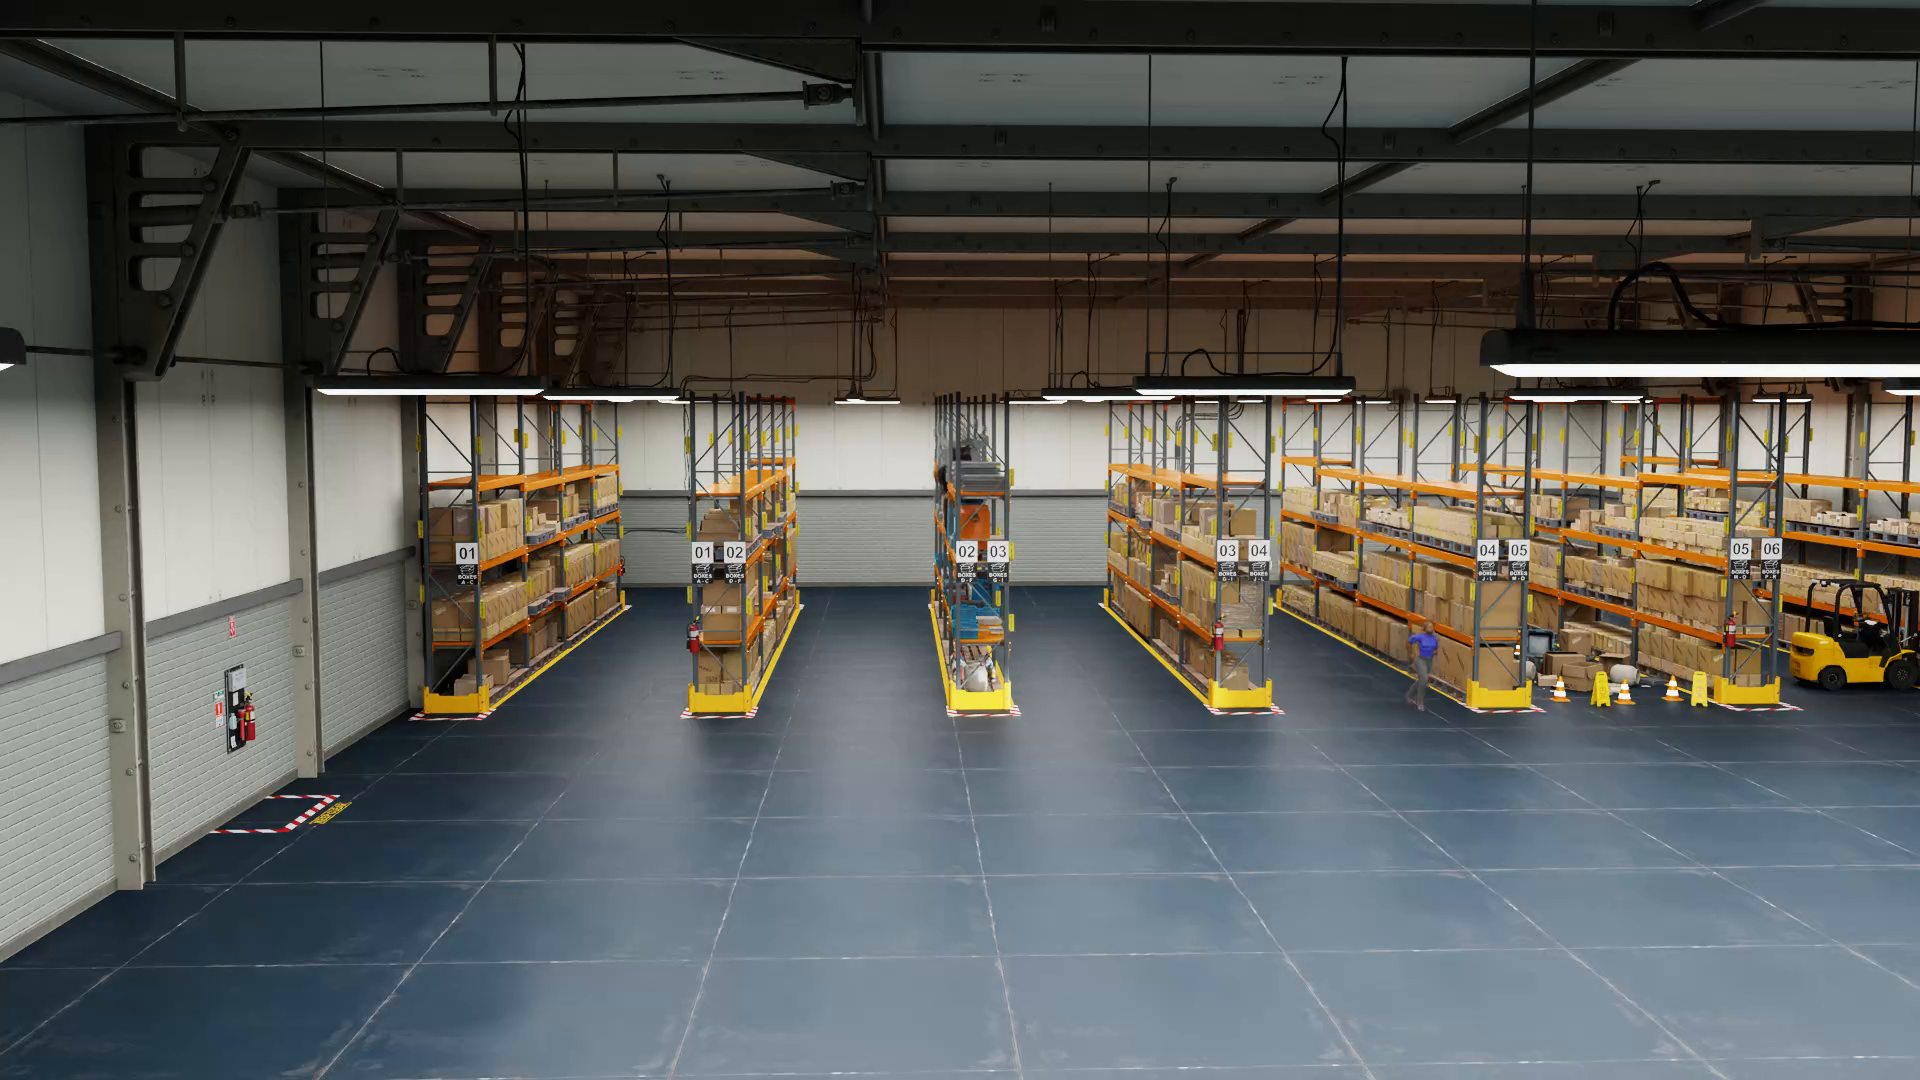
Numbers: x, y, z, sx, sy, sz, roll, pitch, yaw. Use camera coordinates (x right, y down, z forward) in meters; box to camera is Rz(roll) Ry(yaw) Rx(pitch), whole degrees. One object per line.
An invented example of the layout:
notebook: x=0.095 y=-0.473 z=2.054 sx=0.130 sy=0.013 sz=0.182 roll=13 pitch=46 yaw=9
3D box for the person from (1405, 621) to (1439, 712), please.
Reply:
person: x=8.810 y=2.394 z=31.668 sx=0.616 sy=1.700 sz=0.736 roll=-2 pitch=5 yaw=-27

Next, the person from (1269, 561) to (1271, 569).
person: x=8.821 y=0.997 z=48.854 sx=0.952 sy=1.619 sz=0.678 roll=-2 pitch=5 yaw=-26

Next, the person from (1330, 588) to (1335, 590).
person: x=10.854 y=1.044 z=48.609 sx=0.720 sy=1.600 sz=0.880 roll=-2 pitch=5 yaw=-23
